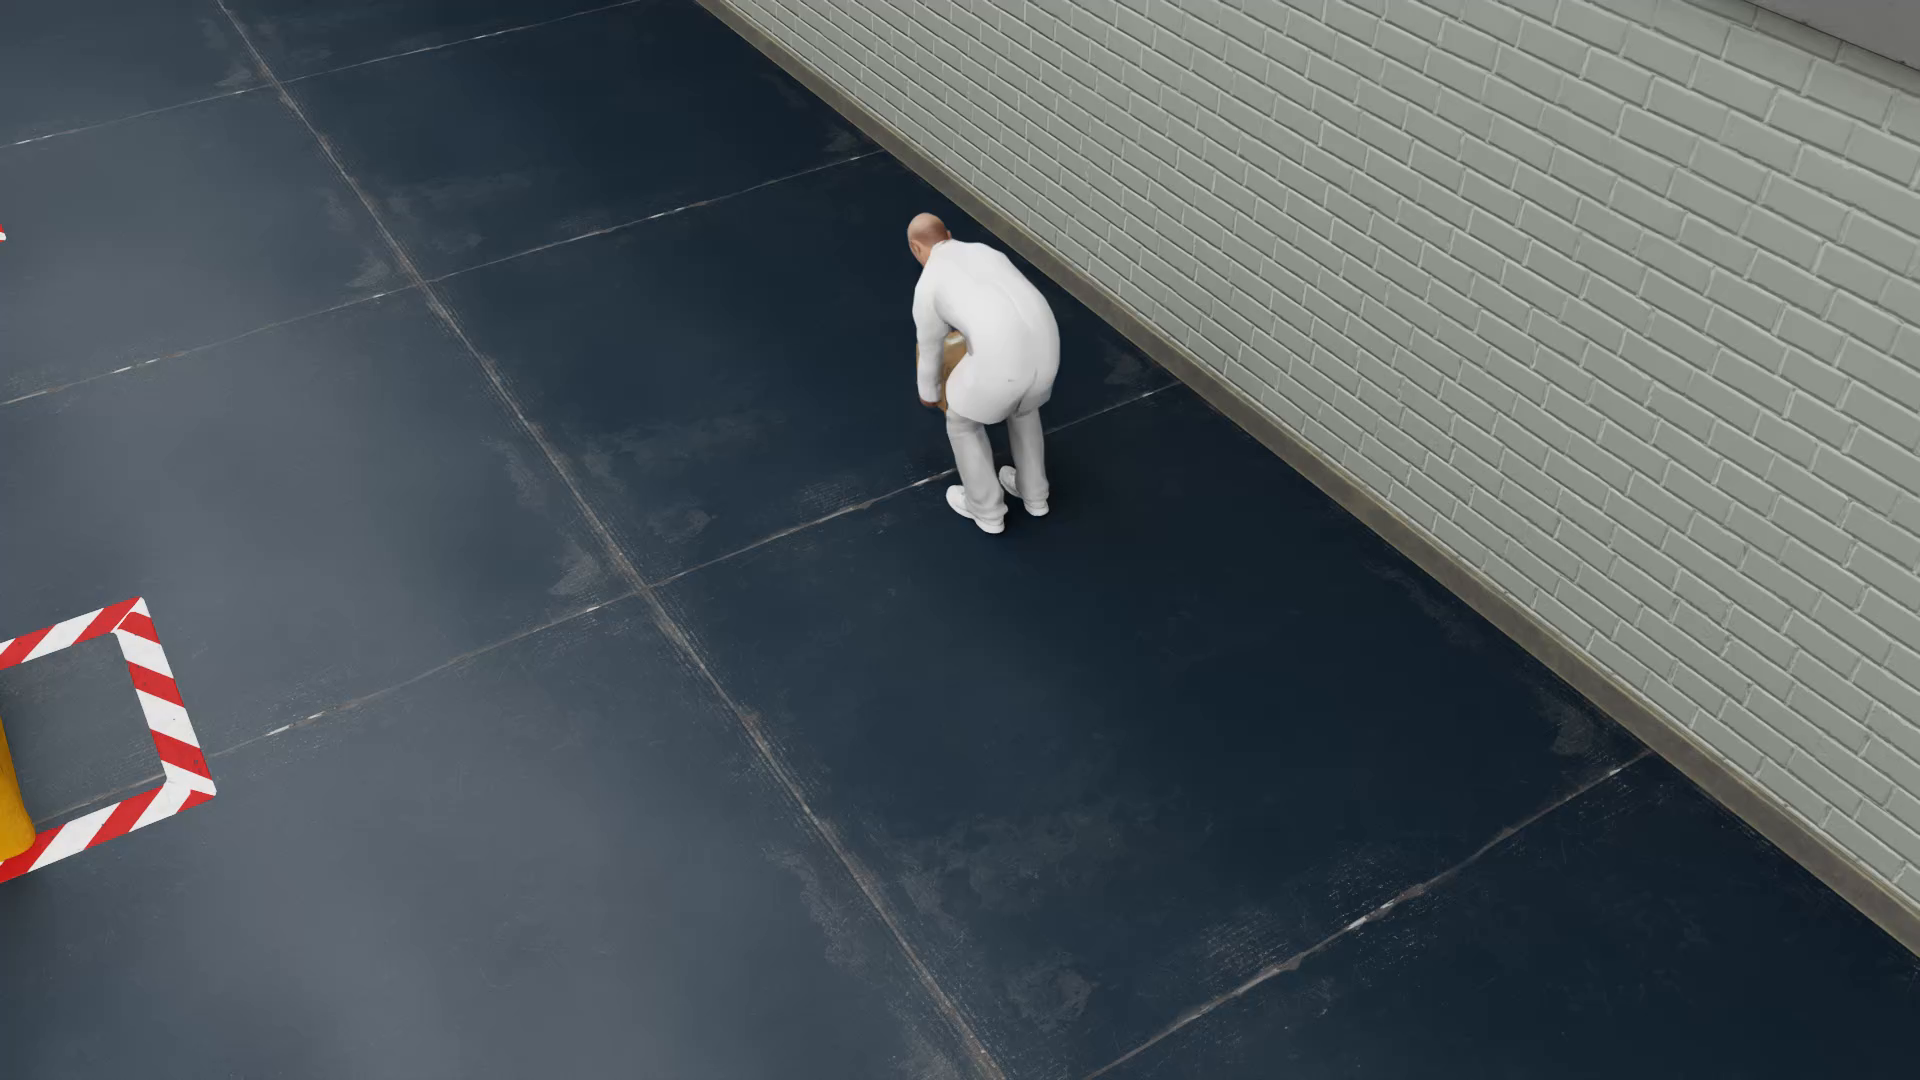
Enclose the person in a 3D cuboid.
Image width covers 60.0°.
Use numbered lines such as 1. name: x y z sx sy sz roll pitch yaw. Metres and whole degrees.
1. person: 0.067 -0.741 7.479 0.560 1.219 0.929 -24 46 -25
